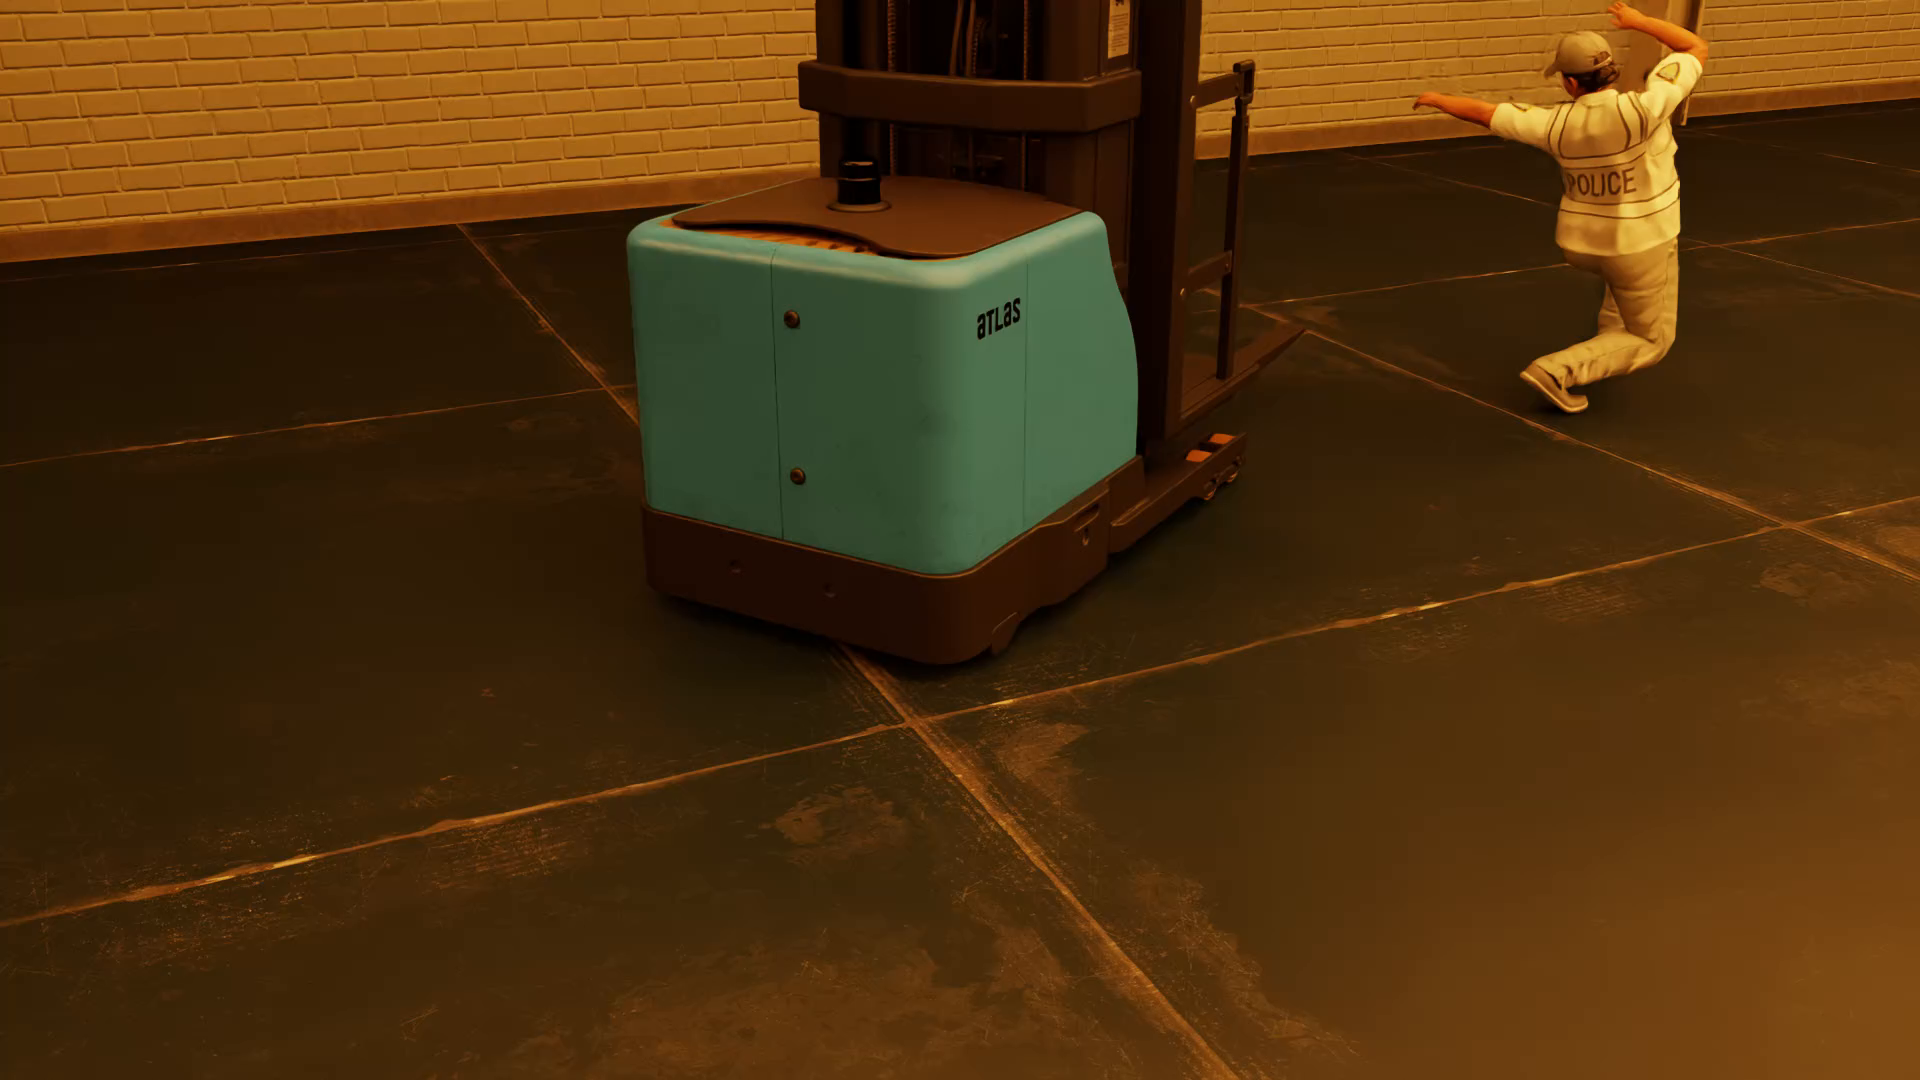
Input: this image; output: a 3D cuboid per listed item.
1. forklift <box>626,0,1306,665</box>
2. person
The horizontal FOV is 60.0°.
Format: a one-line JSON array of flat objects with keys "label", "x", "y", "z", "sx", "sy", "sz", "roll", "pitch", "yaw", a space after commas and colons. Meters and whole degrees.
[{"label": "forklift", "x": 0.307, "y": -1.561, "z": 5.045, "sx": 1.130, "sy": 2.935, "sz": 3.031, "roll": 13, "pitch": 26, "yaw": 28}, {"label": "person", "x": 2.320, "y": -1.296, "z": 6.372, "sx": 0.831, "sy": 1.479, "sz": 1.020, "roll": -14, "pitch": 26, "yaw": -30}]
